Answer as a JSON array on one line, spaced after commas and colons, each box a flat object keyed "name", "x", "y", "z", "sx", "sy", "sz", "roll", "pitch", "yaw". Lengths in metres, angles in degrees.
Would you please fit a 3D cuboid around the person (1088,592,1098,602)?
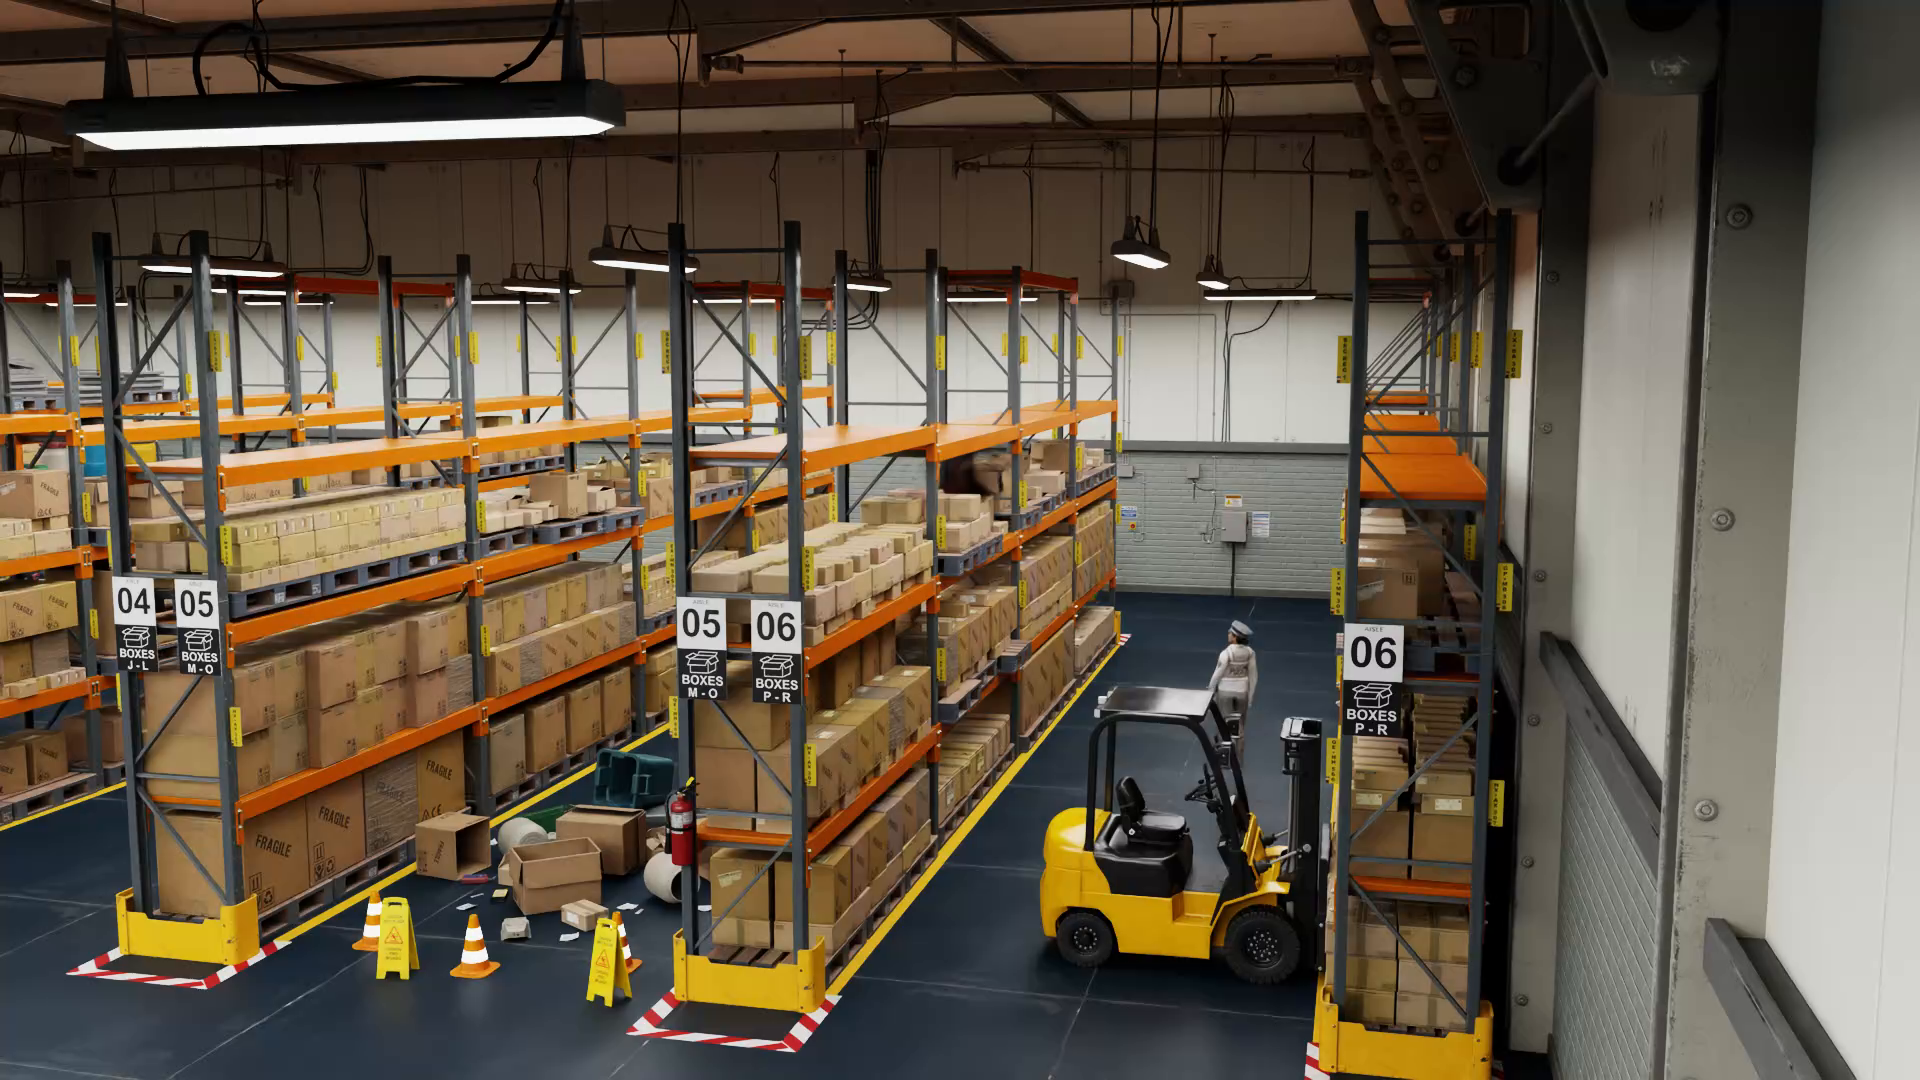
[{"name": "person", "x": 2.488, "y": 0.325, "z": 32.525, "sx": 0.495, "sy": 1.792, "sz": 0.591, "roll": -7, "pitch": 10, "yaw": -43}]

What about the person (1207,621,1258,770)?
[{"name": "person", "x": 3.077, "y": 1.773, "z": 18.771, "sx": 0.562, "sy": 1.769, "sz": 0.627, "roll": 0, "pitch": 7, "yaw": -1}]
